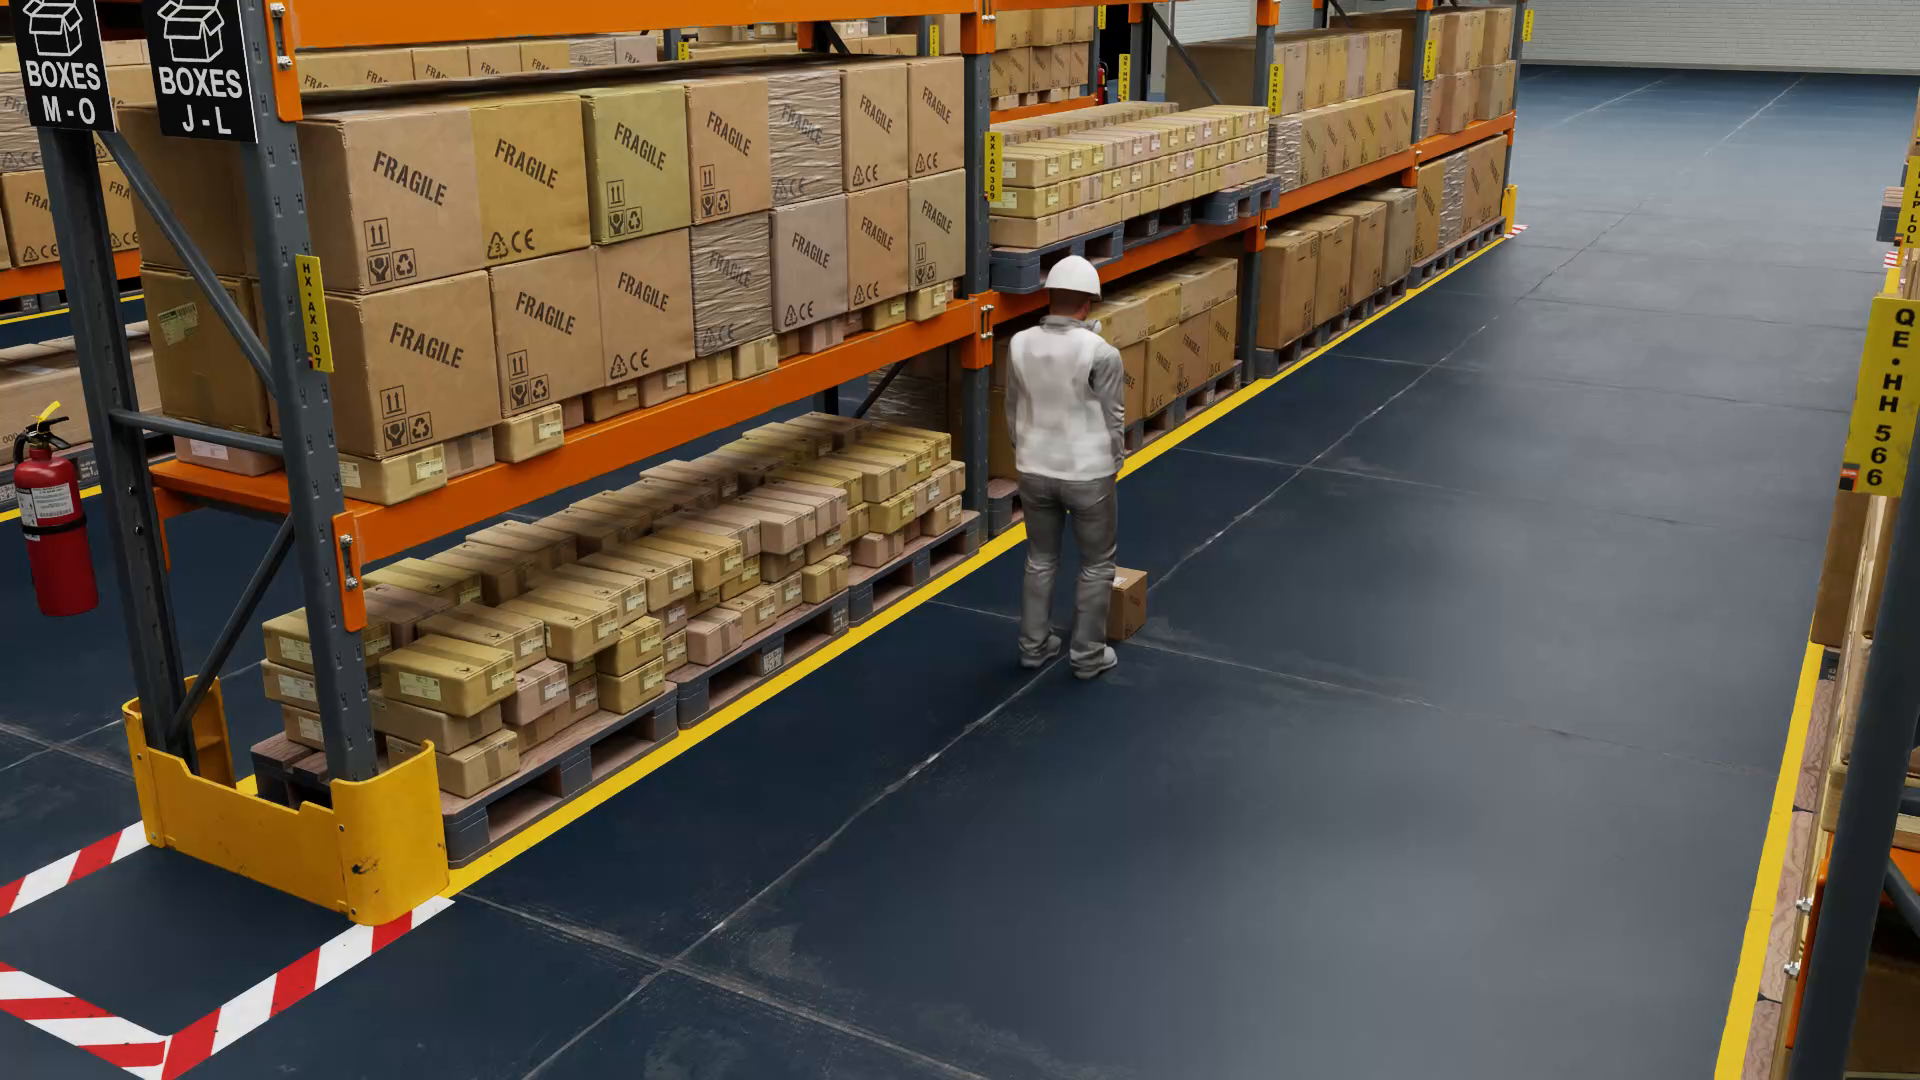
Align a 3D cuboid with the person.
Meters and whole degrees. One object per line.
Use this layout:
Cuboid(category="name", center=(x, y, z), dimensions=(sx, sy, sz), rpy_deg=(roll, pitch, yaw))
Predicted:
Cuboid(category="person", center=(0.435, -0.295, 6.910), dimensions=(0.540, 1.759, 0.389), rpy_deg=(11, 22, 29))
